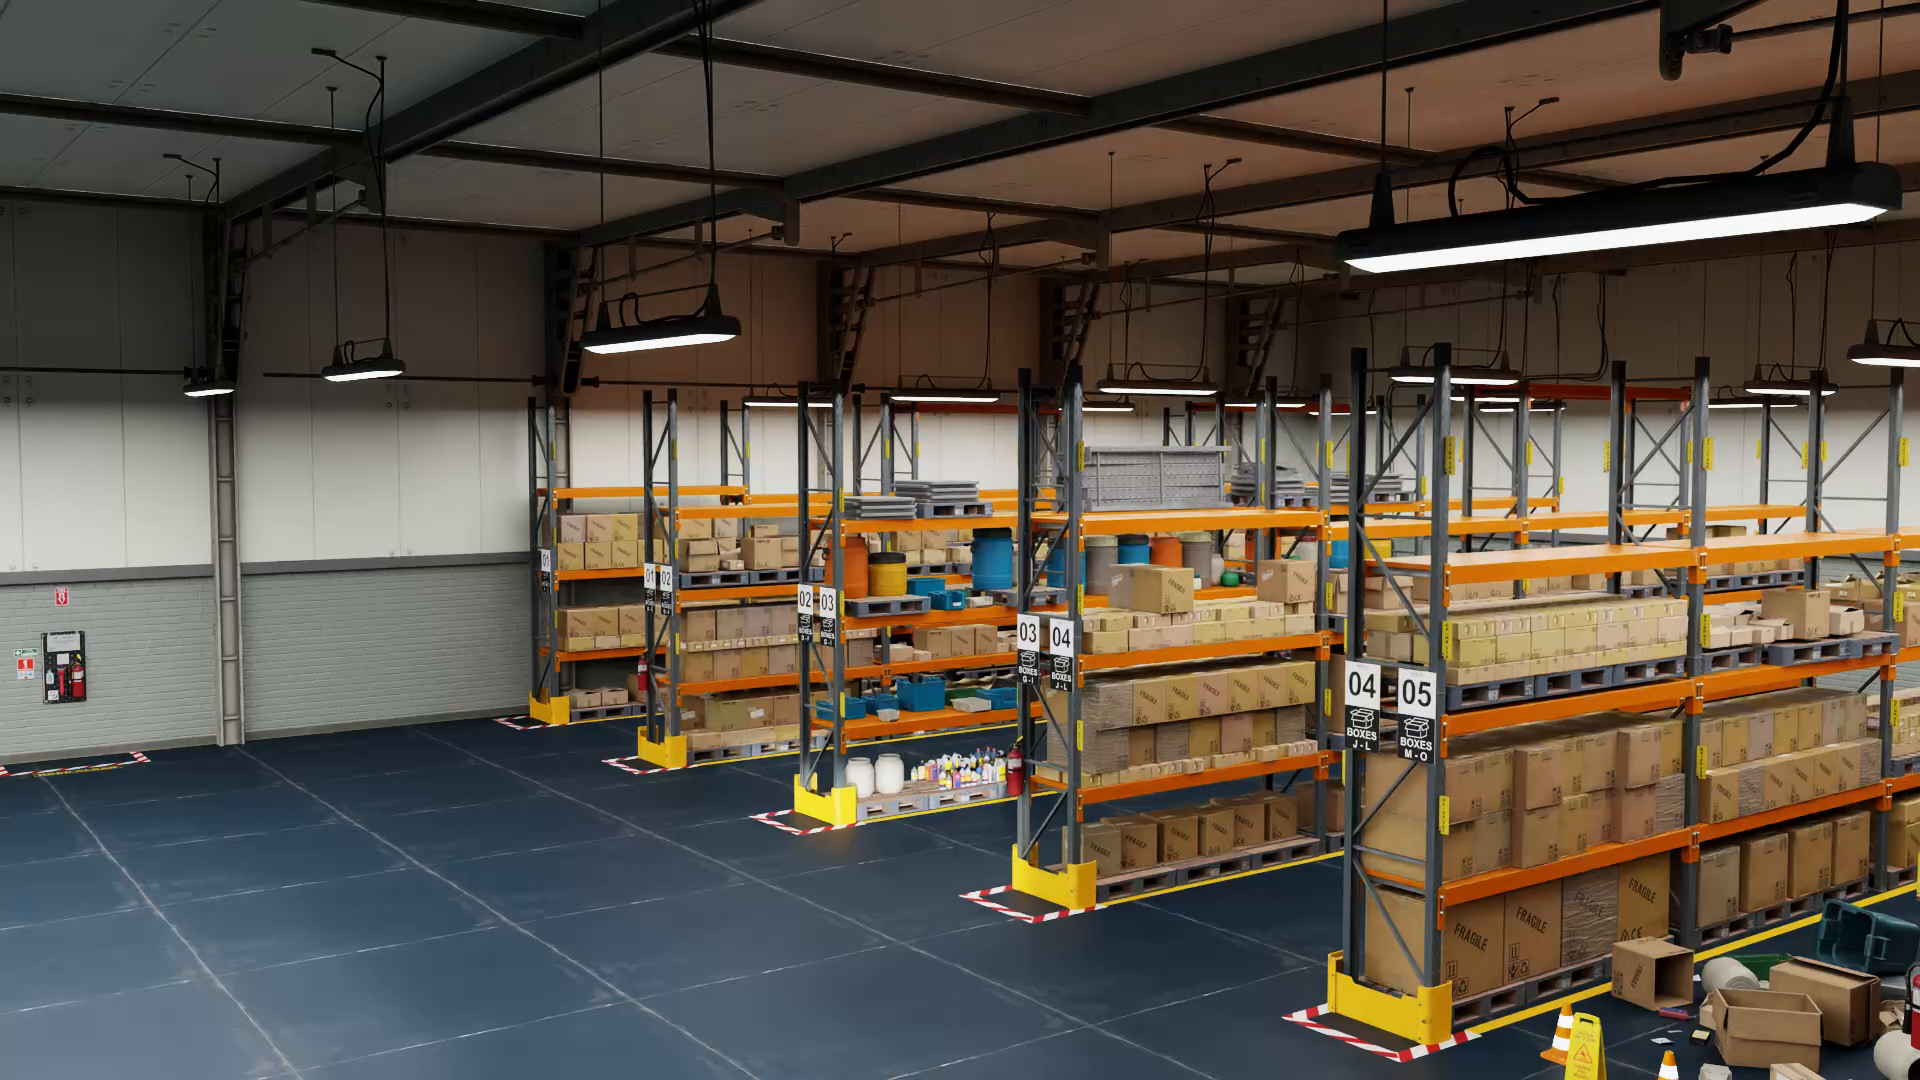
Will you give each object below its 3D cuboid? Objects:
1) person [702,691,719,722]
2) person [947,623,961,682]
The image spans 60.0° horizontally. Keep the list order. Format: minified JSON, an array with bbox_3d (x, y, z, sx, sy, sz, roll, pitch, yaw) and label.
[{"bbox_3d":[-4.418,2.582,29.521,0.376,1.701,0.510,3,4,39],"label":"person"},{"bbox_3d":[-0.116,2.436,32.683,0.336,1.612,0.458,2,4,33],"label":"person"}]
